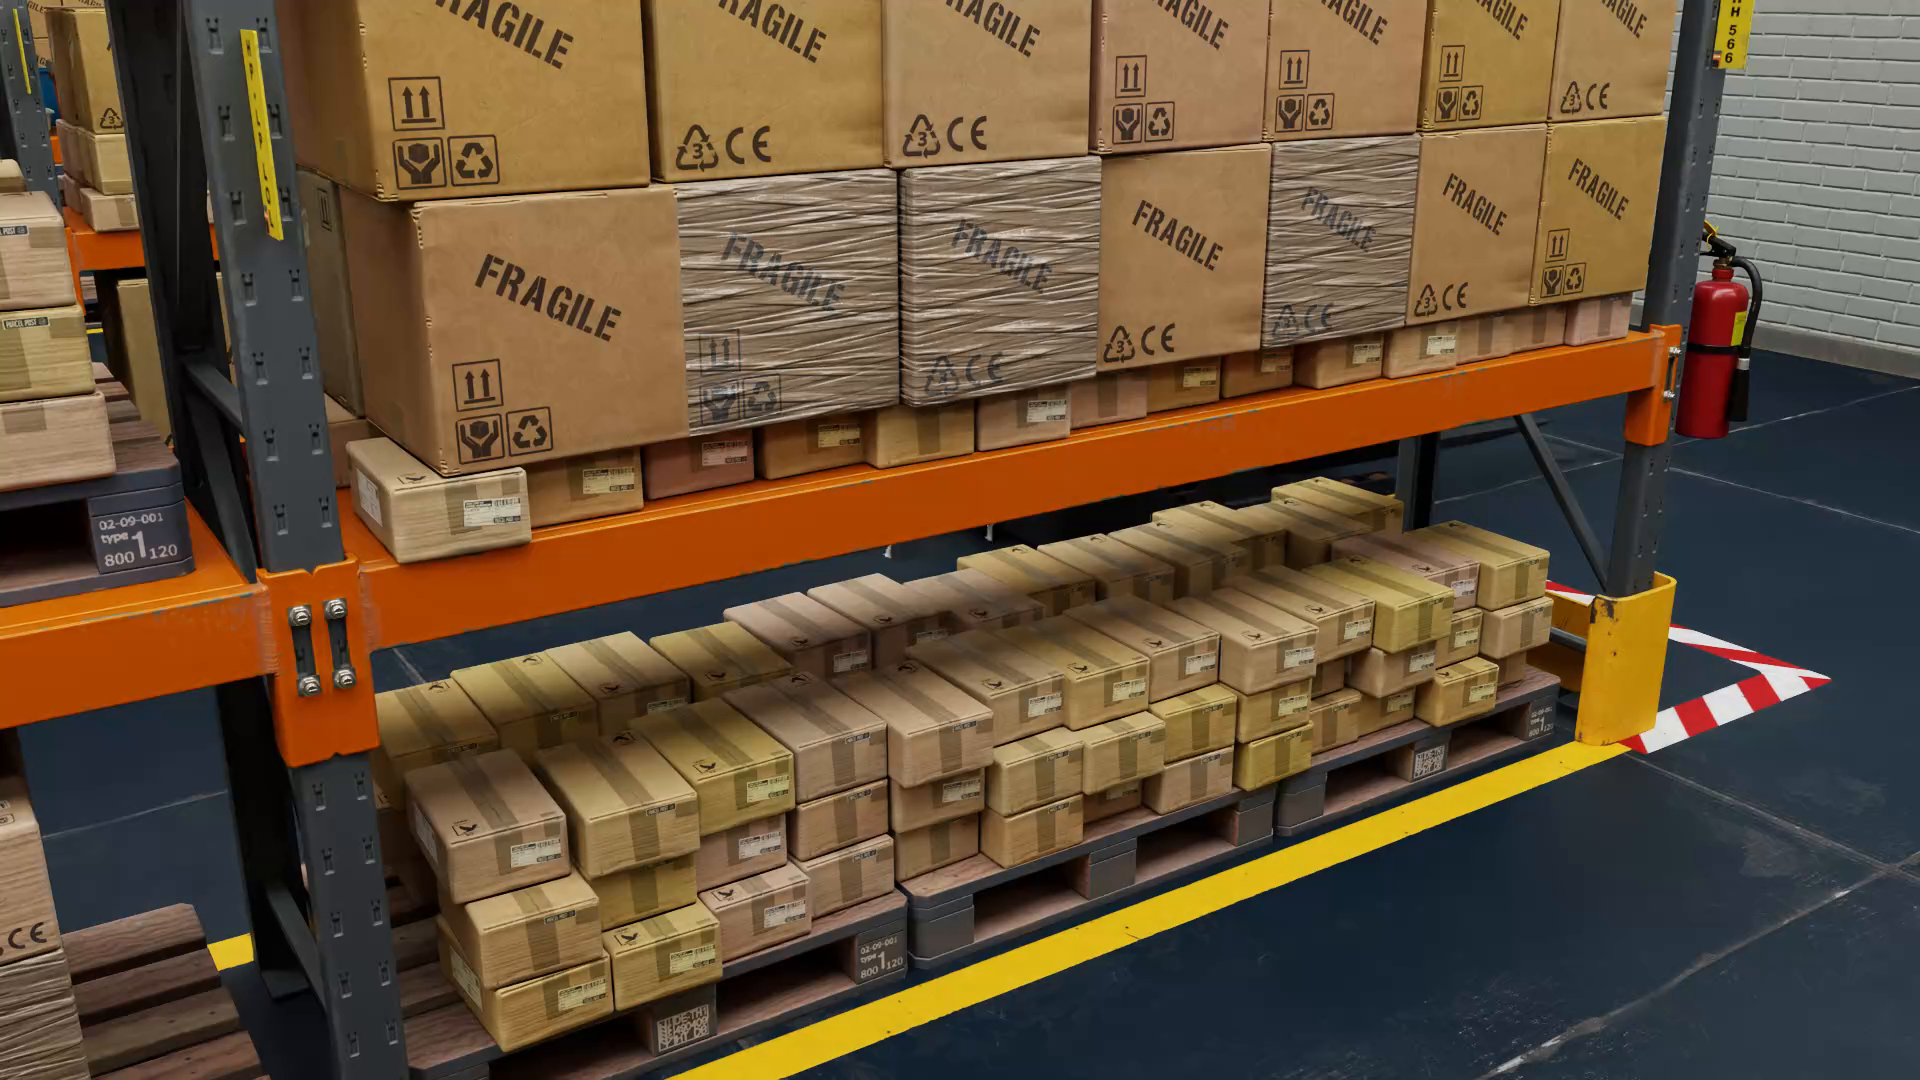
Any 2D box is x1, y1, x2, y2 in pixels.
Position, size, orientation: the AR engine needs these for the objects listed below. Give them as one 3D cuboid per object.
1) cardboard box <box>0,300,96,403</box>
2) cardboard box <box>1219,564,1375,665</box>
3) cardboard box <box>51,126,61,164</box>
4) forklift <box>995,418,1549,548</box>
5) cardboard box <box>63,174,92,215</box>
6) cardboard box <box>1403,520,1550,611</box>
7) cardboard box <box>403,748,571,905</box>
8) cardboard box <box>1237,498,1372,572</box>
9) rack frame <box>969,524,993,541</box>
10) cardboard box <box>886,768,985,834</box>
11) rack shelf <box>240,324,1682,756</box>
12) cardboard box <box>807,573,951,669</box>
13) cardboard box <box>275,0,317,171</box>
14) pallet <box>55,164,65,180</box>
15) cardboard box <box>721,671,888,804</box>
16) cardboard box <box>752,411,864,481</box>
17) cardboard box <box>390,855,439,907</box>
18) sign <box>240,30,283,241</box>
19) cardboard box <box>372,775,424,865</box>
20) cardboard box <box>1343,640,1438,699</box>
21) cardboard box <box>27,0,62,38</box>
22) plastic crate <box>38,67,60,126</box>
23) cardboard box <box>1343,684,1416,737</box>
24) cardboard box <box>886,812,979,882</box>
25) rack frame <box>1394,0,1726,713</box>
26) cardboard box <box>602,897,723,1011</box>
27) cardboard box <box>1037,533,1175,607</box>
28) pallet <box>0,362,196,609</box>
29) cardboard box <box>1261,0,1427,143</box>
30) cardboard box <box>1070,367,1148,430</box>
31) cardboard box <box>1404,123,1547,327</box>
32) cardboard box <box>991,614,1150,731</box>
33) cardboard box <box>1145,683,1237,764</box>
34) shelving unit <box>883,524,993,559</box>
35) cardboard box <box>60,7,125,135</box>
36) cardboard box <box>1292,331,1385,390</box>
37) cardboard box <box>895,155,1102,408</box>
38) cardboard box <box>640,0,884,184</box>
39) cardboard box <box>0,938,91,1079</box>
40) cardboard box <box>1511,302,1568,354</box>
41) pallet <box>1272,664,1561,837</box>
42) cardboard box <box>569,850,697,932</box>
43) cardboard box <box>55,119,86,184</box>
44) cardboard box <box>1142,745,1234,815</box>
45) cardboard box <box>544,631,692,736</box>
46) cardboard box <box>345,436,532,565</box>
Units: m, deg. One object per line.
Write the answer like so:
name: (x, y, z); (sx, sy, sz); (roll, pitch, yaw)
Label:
cardboard box: (-1.657, -0.349, 2.865); (0.250, 0.149, 0.380); (-11, 22, -30)
cardboard box: (0.965, 0.213, 4.799); (0.250, 0.149, 0.380); (-13, 23, -34)
cardboard box: (-11.147, -4.777, 19.938); (0.500, 0.500, 0.700); (-12, 22, -32)
forklift: (1.453, -1.637, 7.510); (3.031, 2.935, 1.130); (-10, 21, -26)
cardboard box: (-4.003, -1.618, 7.738); (0.250, 0.149, 0.380); (-12, 22, -31)
cardboard box: (1.604, 0.075, 5.205); (0.250, 0.149, 0.380); (-12, 22, -31)
cardboard box: (-1.032, 0.614, 3.613); (0.250, 0.149, 0.380); (-11, 22, -29)
cardboard box: (1.119, -0.003, 5.438); (0.250, 0.149, 0.380); (-11, 22, -30)
rack frame: (0.079, -0.596, 7.136); (0.015, 1.200, 0.240); (-10, 21, -26)
cardboard box: (-0.139, 0.572, 4.202); (0.250, 0.149, 0.380); (-11, 21, -29)
rack shelf: (0.237, -0.262, 4.460); (4.000, 0.370, 1.077); (-12, 22, -31)
cardboard box: (-0.231, 0.237, 4.726); (0.250, 0.149, 0.380); (-13, 23, -33)
cardboard box: (-1.190, -1.068, 3.538); (0.500, 0.500, 0.500); (-13, 23, -33)
pallet: (-10.552, -4.578, 20.457); (1.213, 0.211, 1.003); (-12, 22, -31)
cardboard box: (-0.380, 0.471, 4.034); (0.250, 0.149, 0.380); (-13, 22, -33)
cardboard box: (-0.418, -0.267, 3.743); (0.250, 0.149, 0.380); (-13, 23, -34)
cardboard box: (-1.293, 0.741, 4.166); (0.250, 0.149, 0.380); (-12, 22, -31)
sign: (-1.125, -0.651, 2.680); (0.005, 0.325, 0.100); (-12, 22, -31)
cardboard box: (-1.345, 0.619, 4.060); (0.250, 0.149, 0.380); (-11, 22, -30)
cardboard box: (1.190, 0.317, 4.956); (0.250, 0.149, 0.380); (-13, 23, -34)
cardboard box: (-8.543, -4.865, 15.236); (0.500, 0.500, 0.500); (-13, 22, -33)
plastic crate: (-6.599, -3.114, 11.705); (0.575, 0.384, 0.392); (-12, 22, -31)
cardboard box: (1.155, 0.441, 5.054); (0.250, 0.149, 0.380); (-12, 22, -32)
cardboard box: (-0.161, 0.703, 4.277); (0.250, 0.149, 0.380); (-13, 23, -34)
rack frame: (1.907, -0.955, 5.387); (0.127, 3.000, 1.000); (-12, 22, -31)
cardboard box: (-0.730, 0.876, 3.766); (0.250, 0.149, 0.380); (-11, 22, -30)
cardboard box: (0.439, 0.119, 5.077); (0.250, 0.149, 0.380); (-11, 22, -29)
pallet: (-2.152, -0.064, 3.051); (1.213, 0.211, 1.003); (-12, 22, -31)
cardboard box: (0.809, -1.287, 4.186); (0.500, 0.500, 0.500); (-11, 21, -29)
cardboard box: (0.255, -0.399, 4.133); (0.250, 0.149, 0.380); (-11, 22, -29)
cardboard box: (1.240, -0.906, 4.621); (0.500, 0.500, 0.500); (-12, 22, -32)
cardboard box: (0.287, 0.345, 4.407); (0.250, 0.149, 0.380); (-12, 22, -31)
cardboard box: (0.541, 0.451, 4.557); (0.250, 0.149, 0.380); (-11, 21, -29)
shelving unit: (-0.136, -0.560, 7.027); (0.503, 1.200, 0.258); (-10, 21, -26)
cardboard box: (-3.536, -2.036, 7.183); (0.500, 0.500, 0.500); (-12, 22, -31)
cardboard box: (0.924, -0.532, 4.526); (0.250, 0.149, 0.380); (-13, 23, -34)
cardboard box: (-0.032, -0.627, 3.795); (0.500, 0.500, 0.500); (-12, 22, -33)
cardboard box: (-0.498, -1.022, 3.404); (0.500, 0.500, 0.500); (-13, 22, -33)
cardboard box: (-1.913, 0.932, 3.051); (0.500, 0.500, 0.500); (-12, 22, -32)
cardboard box: (1.562, -0.670, 4.934); (0.250, 0.149, 0.380); (-12, 22, -31)
pallet: (1.146, 0.513, 5.399); (1.213, 0.211, 1.003); (-12, 22, -31)
cardboard box: (-0.793, 0.713, 3.783); (0.250, 0.149, 0.380); (-12, 22, -31)
cardboard box: (-3.853, -1.813, 7.694); (0.500, 0.250, 0.500); (-12, 22, -32)
cardboard box: (0.538, 0.592, 4.606); (0.250, 0.149, 0.380); (-11, 22, -30)
cardboard box: (-0.884, 0.385, 4.288); (0.250, 0.149, 0.380); (-12, 22, -32)
cardboard box: (-1.017, -0.094, 3.232); (0.250, 0.149, 0.380); (-11, 22, -29)
